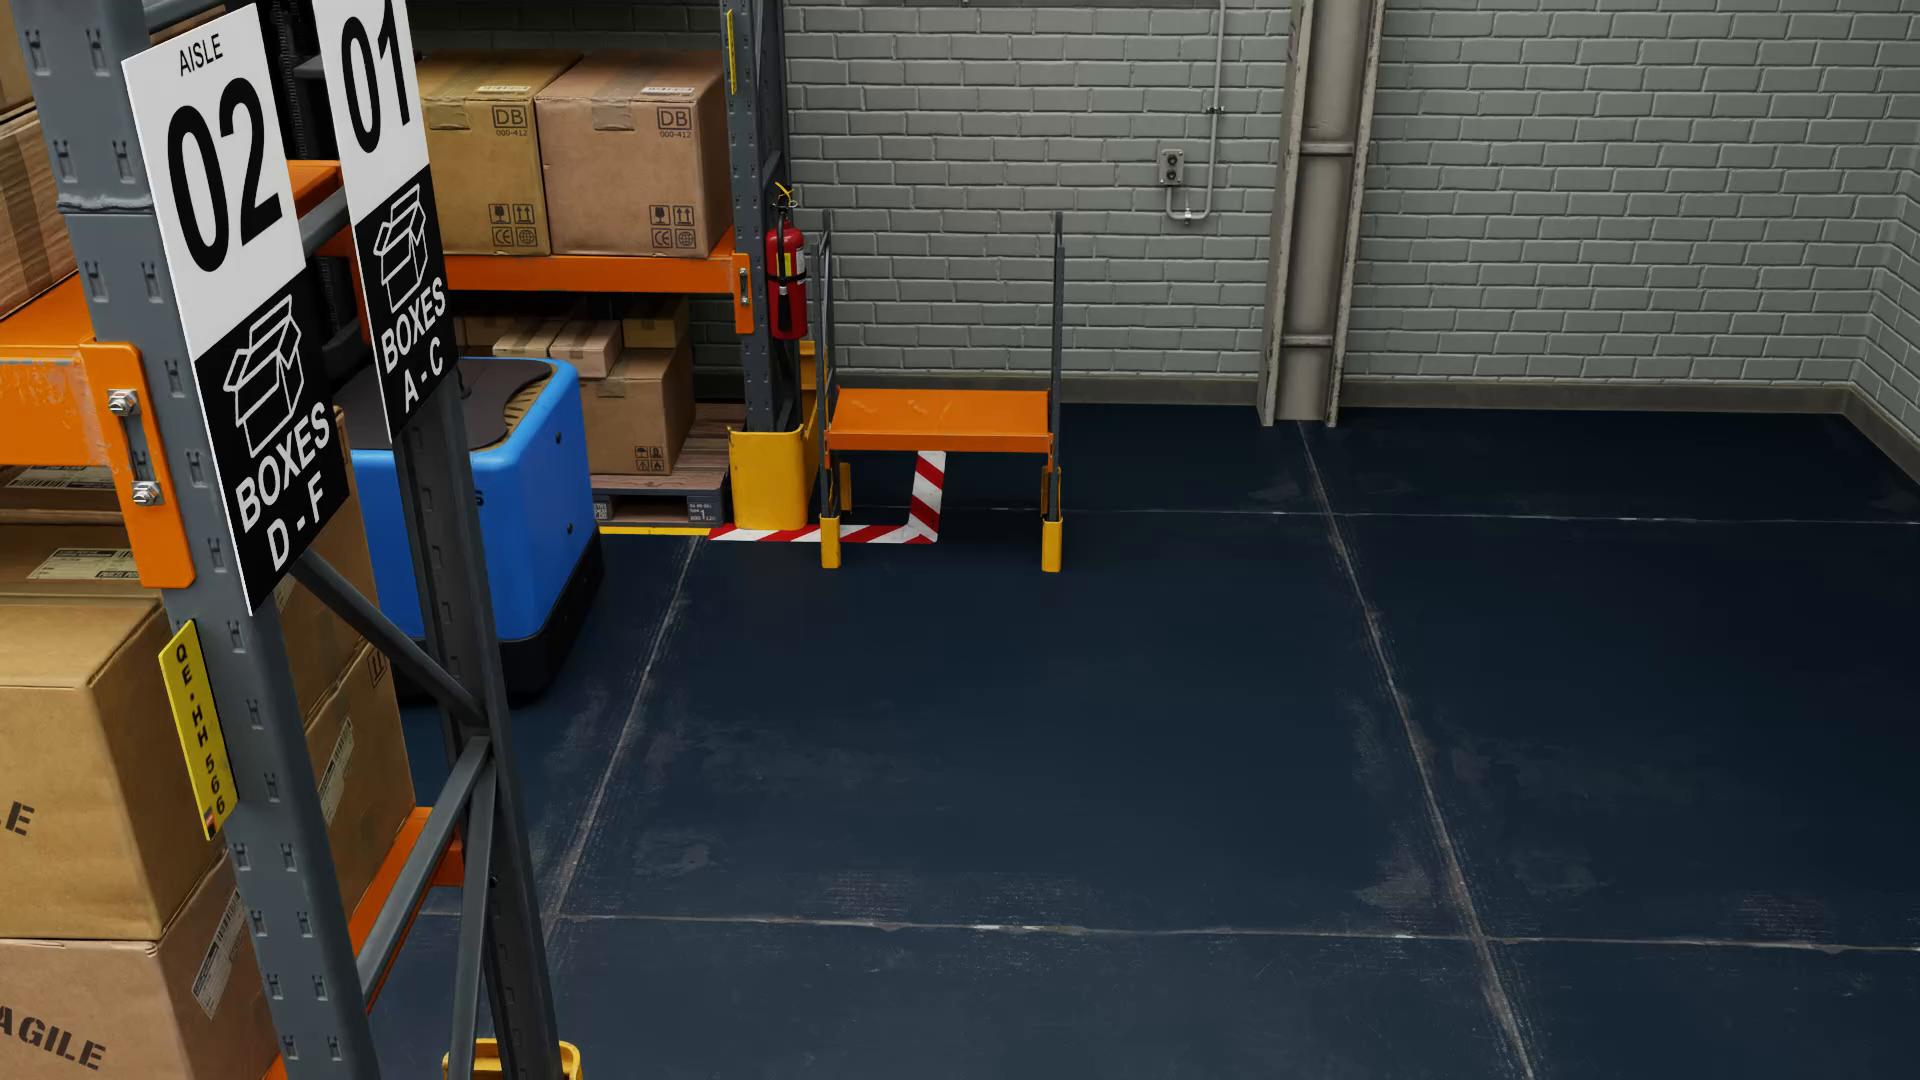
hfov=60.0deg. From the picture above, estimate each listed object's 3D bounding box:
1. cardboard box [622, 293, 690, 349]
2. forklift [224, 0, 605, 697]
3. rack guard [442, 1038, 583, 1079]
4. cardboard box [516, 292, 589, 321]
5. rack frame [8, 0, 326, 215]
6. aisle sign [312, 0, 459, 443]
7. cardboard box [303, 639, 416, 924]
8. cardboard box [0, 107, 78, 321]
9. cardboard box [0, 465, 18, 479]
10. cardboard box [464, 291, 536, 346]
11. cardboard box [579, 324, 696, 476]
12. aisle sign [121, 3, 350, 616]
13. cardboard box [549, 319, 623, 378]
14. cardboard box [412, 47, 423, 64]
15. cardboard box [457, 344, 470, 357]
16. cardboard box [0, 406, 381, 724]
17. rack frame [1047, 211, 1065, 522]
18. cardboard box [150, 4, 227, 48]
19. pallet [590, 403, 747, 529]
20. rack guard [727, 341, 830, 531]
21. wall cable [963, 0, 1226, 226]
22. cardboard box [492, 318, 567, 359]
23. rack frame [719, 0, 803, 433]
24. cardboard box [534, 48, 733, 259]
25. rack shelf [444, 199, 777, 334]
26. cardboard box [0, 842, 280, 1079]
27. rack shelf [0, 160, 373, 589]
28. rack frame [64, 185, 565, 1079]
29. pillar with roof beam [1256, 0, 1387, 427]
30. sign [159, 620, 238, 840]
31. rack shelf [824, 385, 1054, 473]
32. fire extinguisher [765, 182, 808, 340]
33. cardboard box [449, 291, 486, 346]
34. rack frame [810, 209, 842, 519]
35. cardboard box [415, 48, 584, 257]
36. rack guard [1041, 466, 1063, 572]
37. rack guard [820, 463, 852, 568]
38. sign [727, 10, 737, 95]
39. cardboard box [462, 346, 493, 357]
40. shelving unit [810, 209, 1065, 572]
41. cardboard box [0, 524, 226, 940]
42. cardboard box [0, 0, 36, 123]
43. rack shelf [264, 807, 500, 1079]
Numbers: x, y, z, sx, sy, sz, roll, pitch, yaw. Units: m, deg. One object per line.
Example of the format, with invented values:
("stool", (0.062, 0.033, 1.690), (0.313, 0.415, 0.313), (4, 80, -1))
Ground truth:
("cardboard box", (-1.476, -1.069, 8.092), (0.250, 0.149, 0.380), (1, 28, 2))
("forklift", (-3.098, -0.914, 6.346), (3.031, 2.935, 1.130), (2, 28, 3))
("rack guard", (-1.152, 1.777, 3.864), (0.348, 0.500, 1.175), (1, 28, 2))
("cardboard box", (-1.982, -1.077, 8.107), (0.250, 0.149, 0.380), (1, 28, 2))
("rack frame", (-1.076, -1.977, 1.871), (0.127, 3.000, 1.000), (1, 28, 2))
("aisle sign", (-0.998, -0.611, 2.925), (0.004, 0.787, 0.394), (1, 28, 2))
("cardboard box", (-1.510, 0.499, 3.500), (0.500, 0.500, 0.500), (2, 28, 3))
("cardboard box", (-1.599, -0.470, 2.392), (0.500, 0.250, 0.500), (1, 28, 2))
("cardboard box", (-2.033, 0.052, 3.275), (0.500, 0.500, 0.500), (1, 28, 2))
("cardboard box", (-2.233, -1.081, 8.115), (0.250, 0.149, 0.380), (1, 28, 2))
("cardboard box", (-1.608, -0.691, 8.071), (0.500, 0.500, 0.700), (1, 28, 2))
("aisle sign", (-1.019, -0.330, 2.395), (0.004, 0.787, 0.394), (1, 28, 2))
("cardboard box", (-1.743, -0.894, 7.762), (0.250, 0.149, 0.380), (1, 28, 1))
("cardboard box", (-2.904, -1.805, 7.632), (0.700, 0.700, 0.980), (0, 28, -1))
("cardboard box", (-2.611, -0.707, 8.102), (0.500, 0.500, 0.700), (0, 28, 0))
("cardboard box", (-1.510, 0.057, 3.266), (0.500, 0.500, 0.500), (2, 28, 3))
("rack frame", (0.423, -0.656, 7.386), (0.032, 1.500, 0.500), (1, 28, 2))
("cardboard box", (-1.580, -0.937, 2.738), (0.500, 0.250, 0.500), (1, 28, 2))
("pallet", (-1.707, -0.390, 8.260), (1.213, 0.211, 1.003), (1, 28, 2))
("rack guard", (-0.881, -0.540, 8.235), (0.348, 0.500, 1.175), (1, 28, 2))
("wall cable", (0.408, -2.516, 8.208), (1.851, 1.984, 0.084), (1, 28, 2))
("cardboard box", (-1.998, -0.898, 7.770), (0.250, 0.149, 0.380), (2, 28, 3))
("rack frame", (-0.905, -1.645, 7.651), (0.127, 3.000, 1.000), (1, 28, 2))
("cardboard box", (-1.415, -1.781, 7.587), (0.700, 0.700, 0.980), (2, 28, 4))
("rack shelf", (-2.904, -1.360, 7.882), (4.000, 0.370, 1.077), (1, 28, 2))
("cardboard box", (-1.533, 0.750, 3.027), (0.500, 0.500, 0.500), (2, 28, 3))
("rack shelf", (-3.075, -0.367, 2.805), (4.000, 0.370, 1.077), (1, 28, 2))
("rack frame", (-1.076, 0.674, 3.277), (0.127, 3.000, 1.000), (1, 28, 2))
("pillar with roof beam", (1.672, -2.641, 3.124), (0.400, 9.000, 9.100), (1, 28, 2))
("sign", (-1.116, 0.282, 2.442), (0.005, 0.325, 0.100), (1, 28, 2))
("rack shelf", (-0.085, -0.505, 7.486), (1.000, 0.185, 0.538), (1, 28, 2))
("fire extinguisher", (-0.771, -1.228, 7.344), (0.183, 0.674, 0.296), (1, 28, 2))
("cardboard box", (-2.487, -1.085, 8.123), (0.250, 0.149, 0.380), (1, 28, 3))
("rack frame", (-0.593, -0.673, 7.417), (0.032, 1.500, 0.500), (1, 28, 2))
("cardboard box", (-2.143, -1.788, 7.600), (0.700, 0.700, 0.980), (1, 28, 1))
("rack guard", (0.422, -0.103, 7.678), (0.087, 0.250, 0.587), (1, 28, 2))
("rack guard", (-0.574, -0.120, 7.709), (0.087, 0.250, 0.587), (1, 28, 2))
("sign", (-0.938, -2.008, 6.845), (0.005, 0.325, 0.100), (1, 28, 2))
("cardboard box", (-2.108, -0.699, 8.087), (0.500, 0.500, 0.700), (1, 28, 2))
("shelving unit", (-0.076, -0.664, 7.401), (1.083, 1.500, 0.587), (1, 28, 2))
("cardboard box", (-1.531, 0.309, 2.790), (0.500, 0.500, 0.500), (1, 28, 1))
("cardboard box", (-1.599, -0.695, 2.283), (0.500, 0.250, 0.500), (1, 28, 2))
("rack shelf", (-3.075, 0.958, 3.507), (4.000, 0.370, 1.077), (1, 28, 2))
